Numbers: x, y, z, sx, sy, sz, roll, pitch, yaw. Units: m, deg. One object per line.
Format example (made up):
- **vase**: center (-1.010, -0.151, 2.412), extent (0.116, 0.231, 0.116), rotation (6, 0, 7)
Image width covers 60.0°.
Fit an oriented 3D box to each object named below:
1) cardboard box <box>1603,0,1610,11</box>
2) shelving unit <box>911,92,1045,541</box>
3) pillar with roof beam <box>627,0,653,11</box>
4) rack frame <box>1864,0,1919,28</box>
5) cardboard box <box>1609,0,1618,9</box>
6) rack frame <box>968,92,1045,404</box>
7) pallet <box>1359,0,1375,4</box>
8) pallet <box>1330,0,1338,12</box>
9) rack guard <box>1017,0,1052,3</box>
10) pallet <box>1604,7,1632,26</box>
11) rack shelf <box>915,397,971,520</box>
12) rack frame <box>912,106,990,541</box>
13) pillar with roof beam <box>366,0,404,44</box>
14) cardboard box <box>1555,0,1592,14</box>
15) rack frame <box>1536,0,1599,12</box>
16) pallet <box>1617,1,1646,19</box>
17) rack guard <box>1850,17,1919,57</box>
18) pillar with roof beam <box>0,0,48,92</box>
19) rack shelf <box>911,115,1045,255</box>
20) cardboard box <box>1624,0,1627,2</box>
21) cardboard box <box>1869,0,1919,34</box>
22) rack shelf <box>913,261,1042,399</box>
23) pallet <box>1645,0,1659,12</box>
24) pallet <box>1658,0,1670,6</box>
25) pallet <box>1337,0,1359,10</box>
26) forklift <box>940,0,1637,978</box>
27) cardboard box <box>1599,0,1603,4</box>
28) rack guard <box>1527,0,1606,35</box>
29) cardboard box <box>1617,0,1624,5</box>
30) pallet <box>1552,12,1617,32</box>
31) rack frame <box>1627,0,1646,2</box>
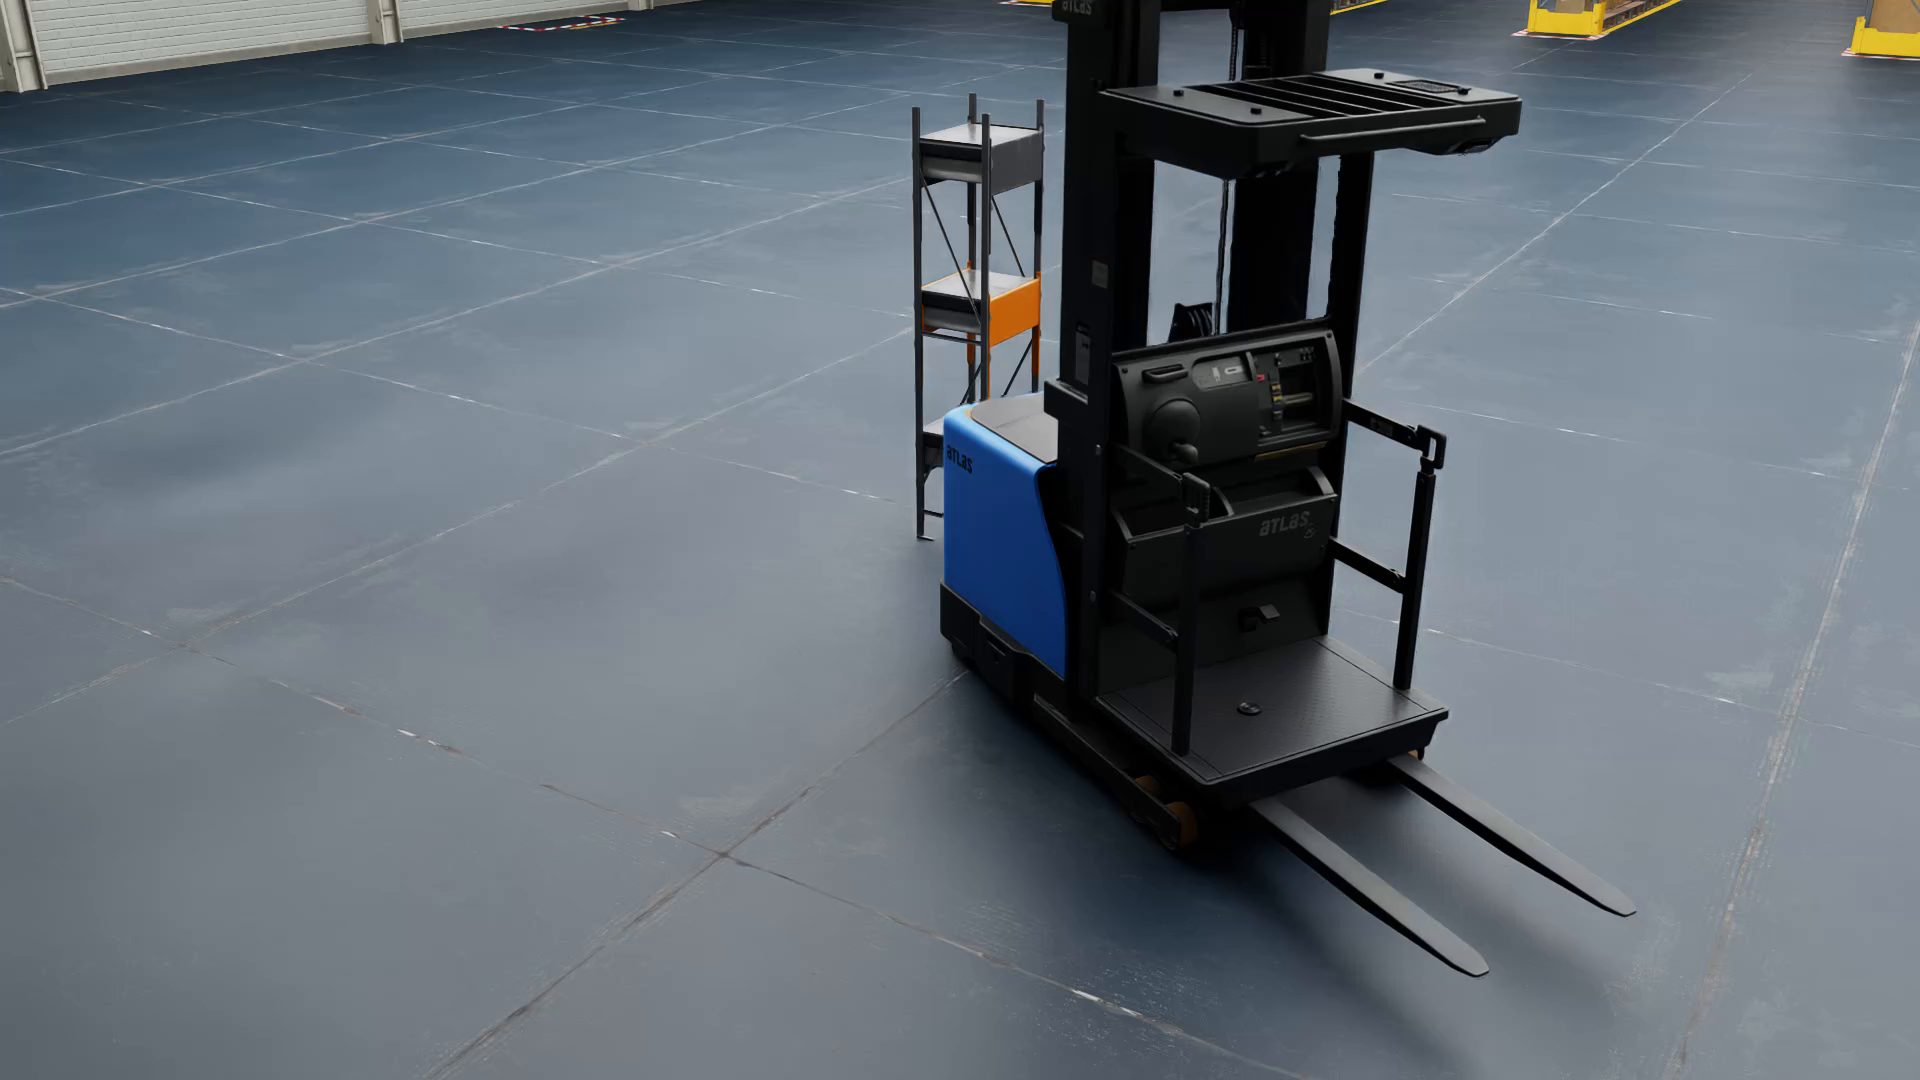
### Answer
- **cardboard box**: center (11.097, -9.560, 29.175), extent (0.500, 0.500, 0.500), rotation (17, 29, 34)
- **shelving unit**: center (0.087, -1.019, 7.962), extent (0.431, 2.100, 0.503), rotation (14, 27, 29)
- **pillar with roof beam**: center (-2.377, -13.248, 27.526), extent (9.100, 9.000, 0.400), rotation (14, 27, 29)
- **rack frame**: center (14.281, -8.817, 24.842), extent (1.000, 3.000, 0.127), rotation (14, 27, 29)
- **cardboard box**: center (11.429, -9.739, 29.589), extent (0.500, 0.500, 0.500), rotation (11, 26, 24)
- **rack frame**: center (0.216, -1.102, 8.152), extent (0.400, 2.100, 0.015), rotation (14, 27, 29)
- **pallet**: center (7.633, -10.781, 32.888), extent (1.003, 0.211, 1.213), rotation (14, 27, 29)
- **pallet**: center (6.346, -9.958, 30.986), extent (1.003, 0.211, 1.213), rotation (14, 27, 29)
- **rack guard**: center (1.694, -10.813, 32.598), extent (1.175, 0.500, 0.348), rotation (14, 27, 29)
- **pallet**: center (11.264, -9.314, 29.499), extent (1.003, 0.211, 1.213), rotation (14, 27, 29)
- **rack shelf**: center (0.087, -0.365, 8.245), extent (0.431, 0.518, 0.480), rotation (14, 27, 29)
- **rack frame**: center (-0.041, -0.937, 7.772), extent (0.400, 2.100, 0.015), rotation (14, 27, 29)
- **pillar with roof beam**: center (-5.542, -11.223, 22.848), extent (9.100, 9.000, 0.400), rotation (14, 27, 29)
- **cardboard box**: center (10.464, -9.144, 28.214), extent (0.500, 0.500, 0.500), rotation (20, 30, 38)
- **rack frame**: center (10.121, -9.891, 27.322), extent (1.000, 3.000, 0.127), rotation (14, 27, 29)
- **pallet**: center (11.906, -9.727, 30.453), extent (1.003, 0.211, 1.213), rotation (14, 27, 29)
- **rack guard**: center (14.268, -7.662, 25.320), extent (1.175, 0.500, 0.348), rotation (14, 27, 29)
- **pillar with roof beam**: center (-8.707, -9.198, 18.170), extent (9.100, 9.000, 0.400), rotation (14, 27, 29)
- **rack shelf**: center (0.087, -1.649, 7.689), extent (0.431, 0.518, 0.480), rotation (14, 27, 29)
- **cardboard box**: center (11.986, -10.160, 30.561), extent (0.500, 0.500, 0.500), rotation (13, 27, 27)
- **cardboard box**: center (14.583, -8.278, 25.741), extent (0.875, 0.875, 0.875), rotation (14, 27, 29)
- **rack shelf**: center (0.087, -1.007, 7.967), extent (0.431, 0.518, 0.480), rotation (14, 27, 29)
- **pallet**: center (12.640, -10.224, 31.602), extent (1.003, 0.211, 1.213), rotation (14, 27, 29)
- **pallet**: center (13.283, -10.638, 32.557), extent (1.003, 0.211, 1.213), rotation (14, 27, 29)
- **pallet**: center (6.990, -10.368, 31.933), extent (1.003, 0.211, 1.213), rotation (14, 27, 29)
- **forklift**: center (1.058, -0.476, 5.659), extent (1.130, 2.935, 3.031), rotation (-12, 26, -26)
- **cardboard box**: center (10.750, -9.353, 28.696), extent (0.500, 0.500, 0.500), rotation (-20, 31, -39)
- **rack guard**: center (10.161, -8.769, 27.877), extent (1.175, 0.500, 0.348), rotation (14, 27, 29)
- **cardboard box**: center (11.690, -9.965, 30.111), extent (0.500, 0.500, 0.500), rotation (-18, 29, -36)
- **pallet**: center (10.619, -8.904, 28.551), extent (1.003, 0.211, 1.213), rotation (14, 27, 29)
- **rack frame**: center (12.231, -11.241, 30.440), extent (1.000, 3.000, 0.127), rotation (14, 27, 29)
